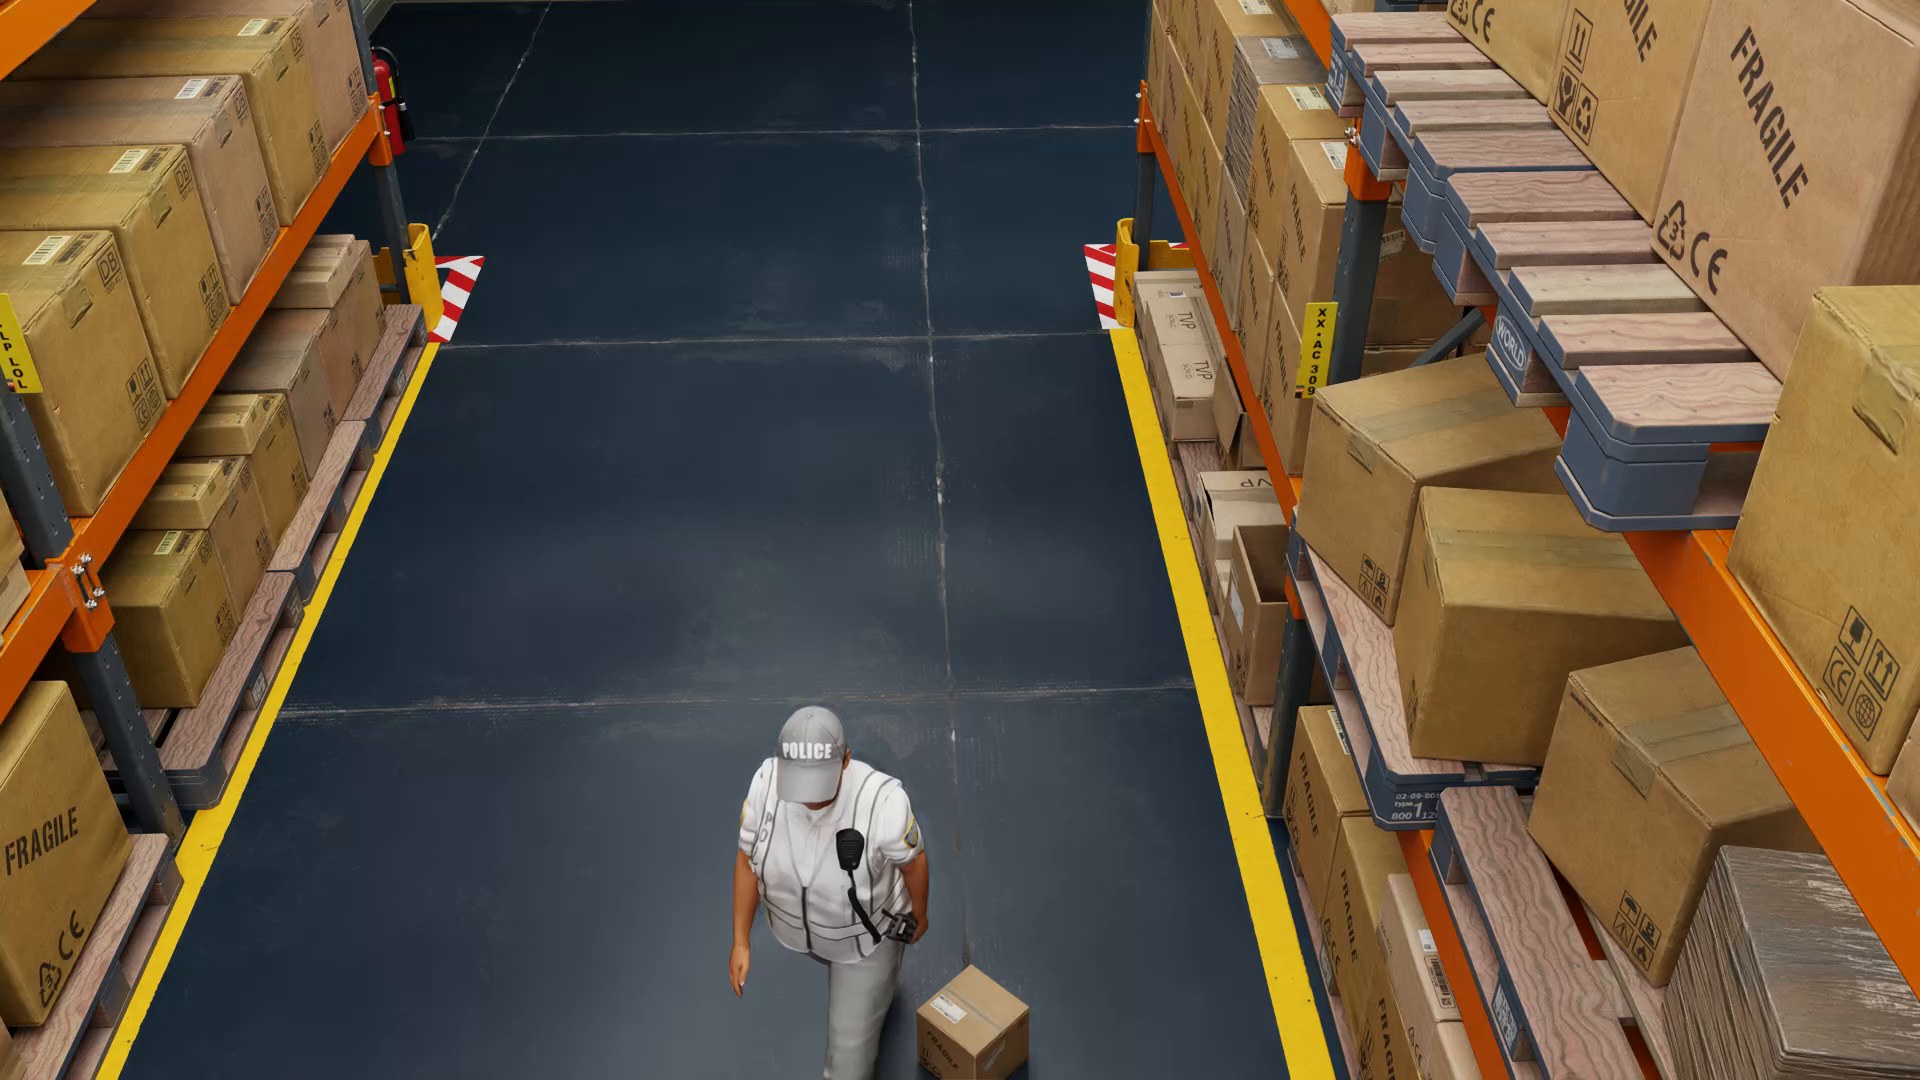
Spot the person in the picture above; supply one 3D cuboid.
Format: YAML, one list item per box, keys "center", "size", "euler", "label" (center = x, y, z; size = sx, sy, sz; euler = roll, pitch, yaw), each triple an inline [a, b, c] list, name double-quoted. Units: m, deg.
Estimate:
- center: [-0.359, 1.059, 4.644]
  size: [0.494, 1.588, 1.070]
  euler: [14, 38, 19]
  label: "person"
